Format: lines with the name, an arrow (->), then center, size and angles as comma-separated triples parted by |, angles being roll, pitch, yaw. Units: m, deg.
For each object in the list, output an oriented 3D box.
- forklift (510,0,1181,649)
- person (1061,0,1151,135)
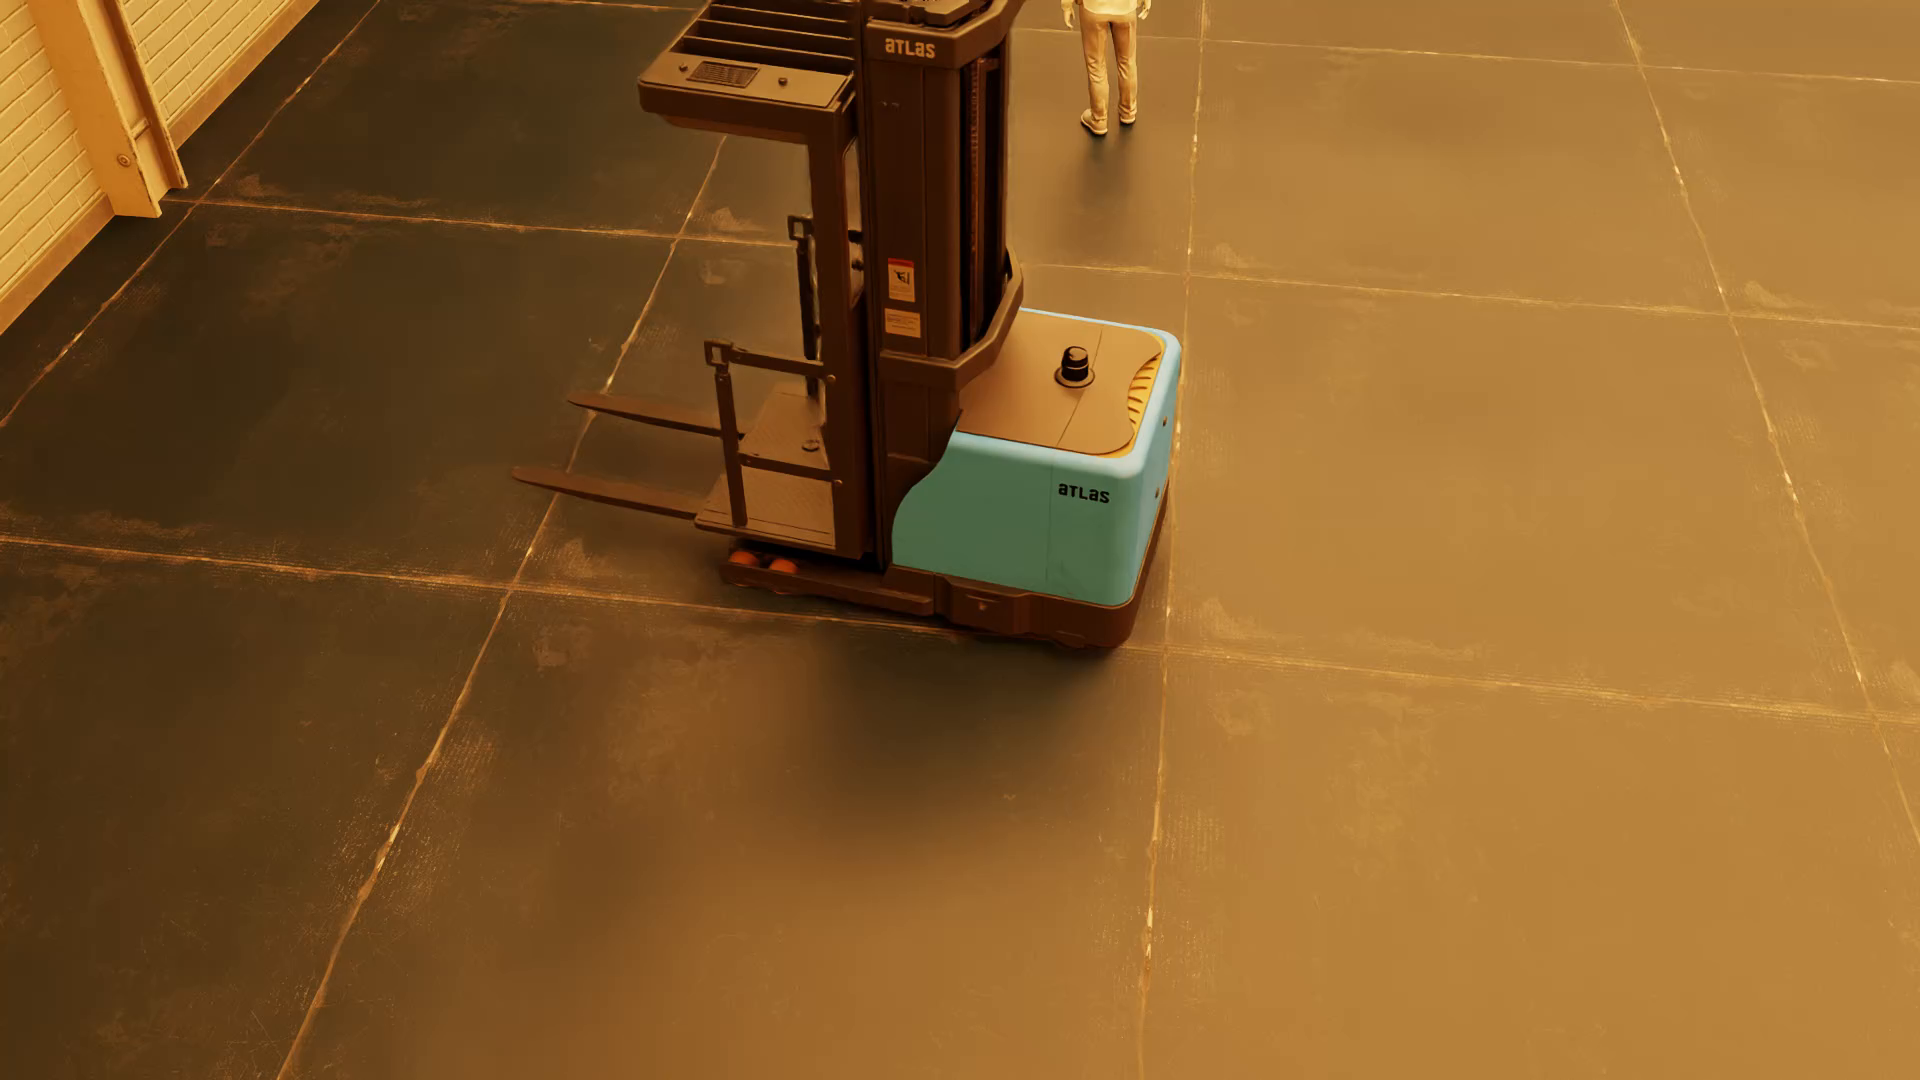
forklift -> -0.593, -1.161, 6.988 | 3.031, 2.935, 1.130 | 11, 44, 12
person -> 0.899, -3.309, 10.230 | 0.587, 1.694, 0.531 | -6, 43, -7
